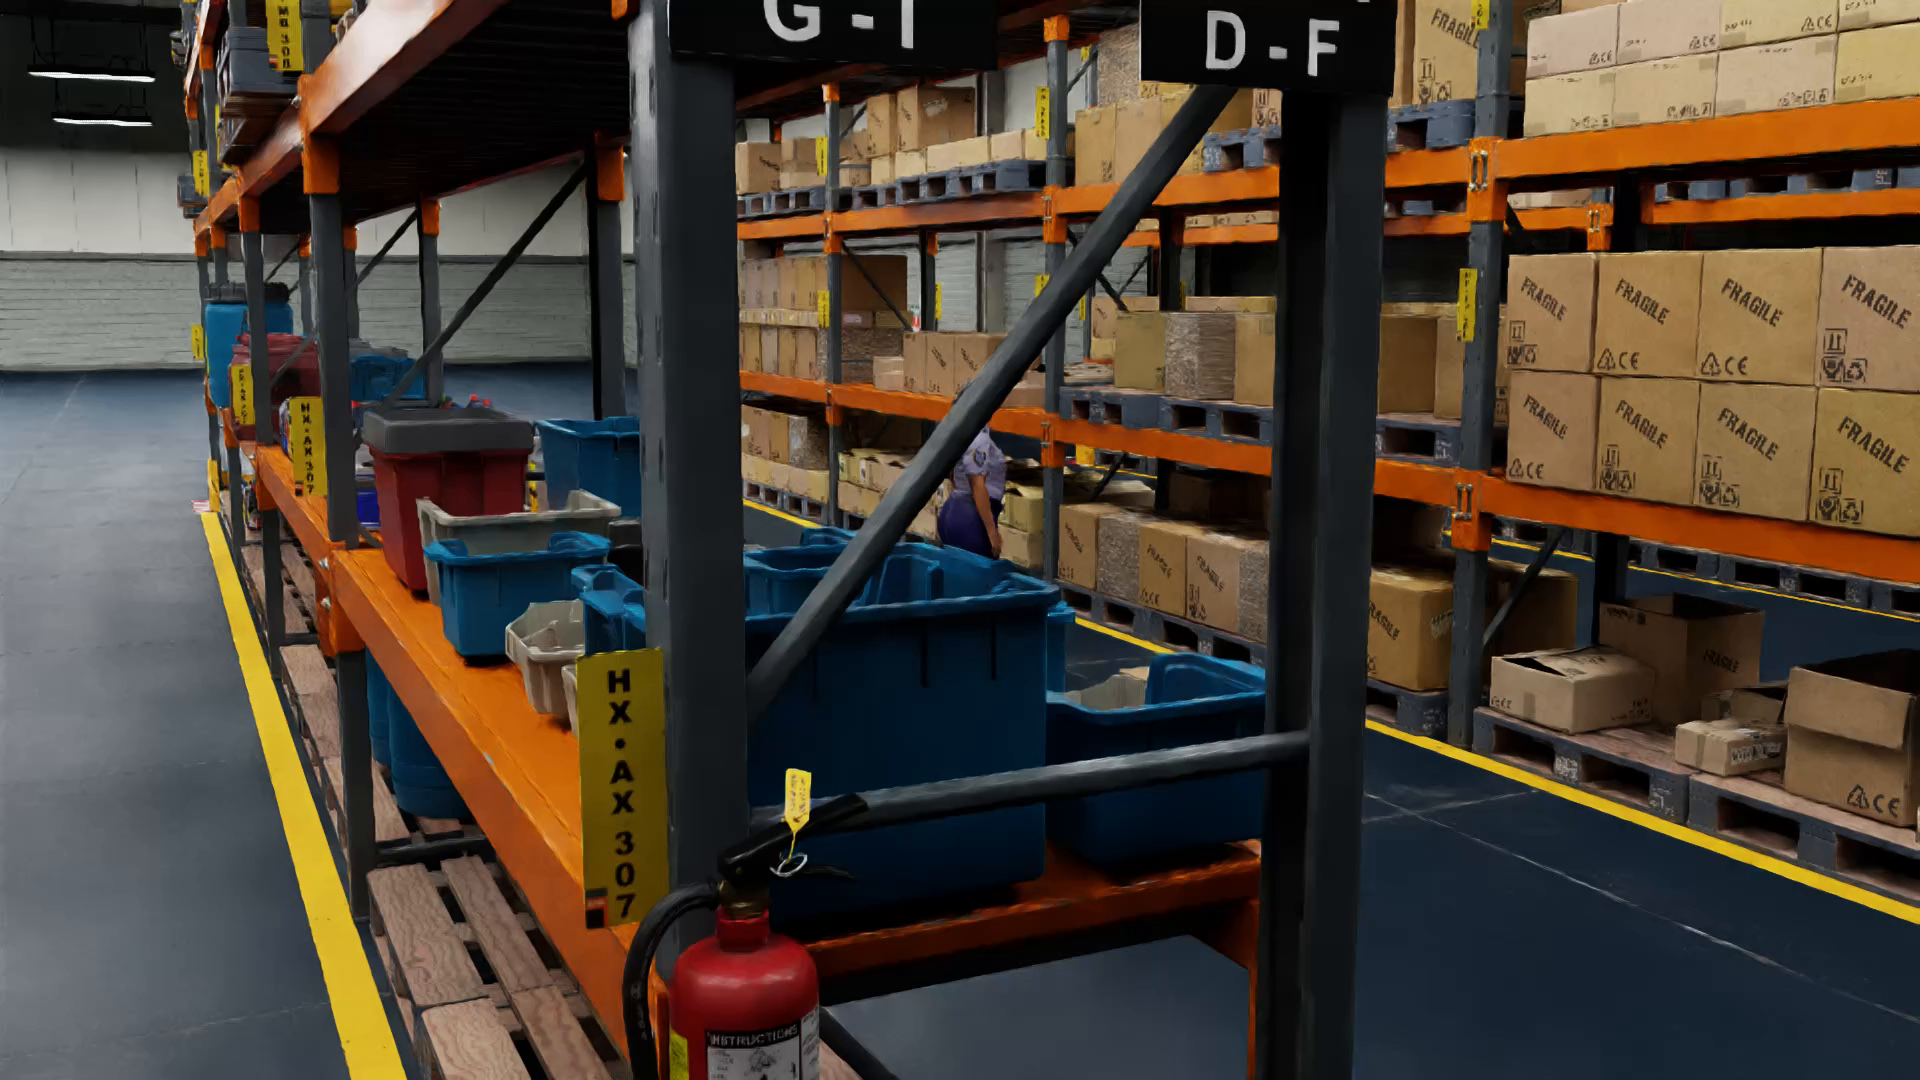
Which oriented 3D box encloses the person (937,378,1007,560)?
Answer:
[{"bbox_3d":[0.088,-0.045,9.213,0.399,1.678,0.529,-2,9,-13],"label":"person"}]
